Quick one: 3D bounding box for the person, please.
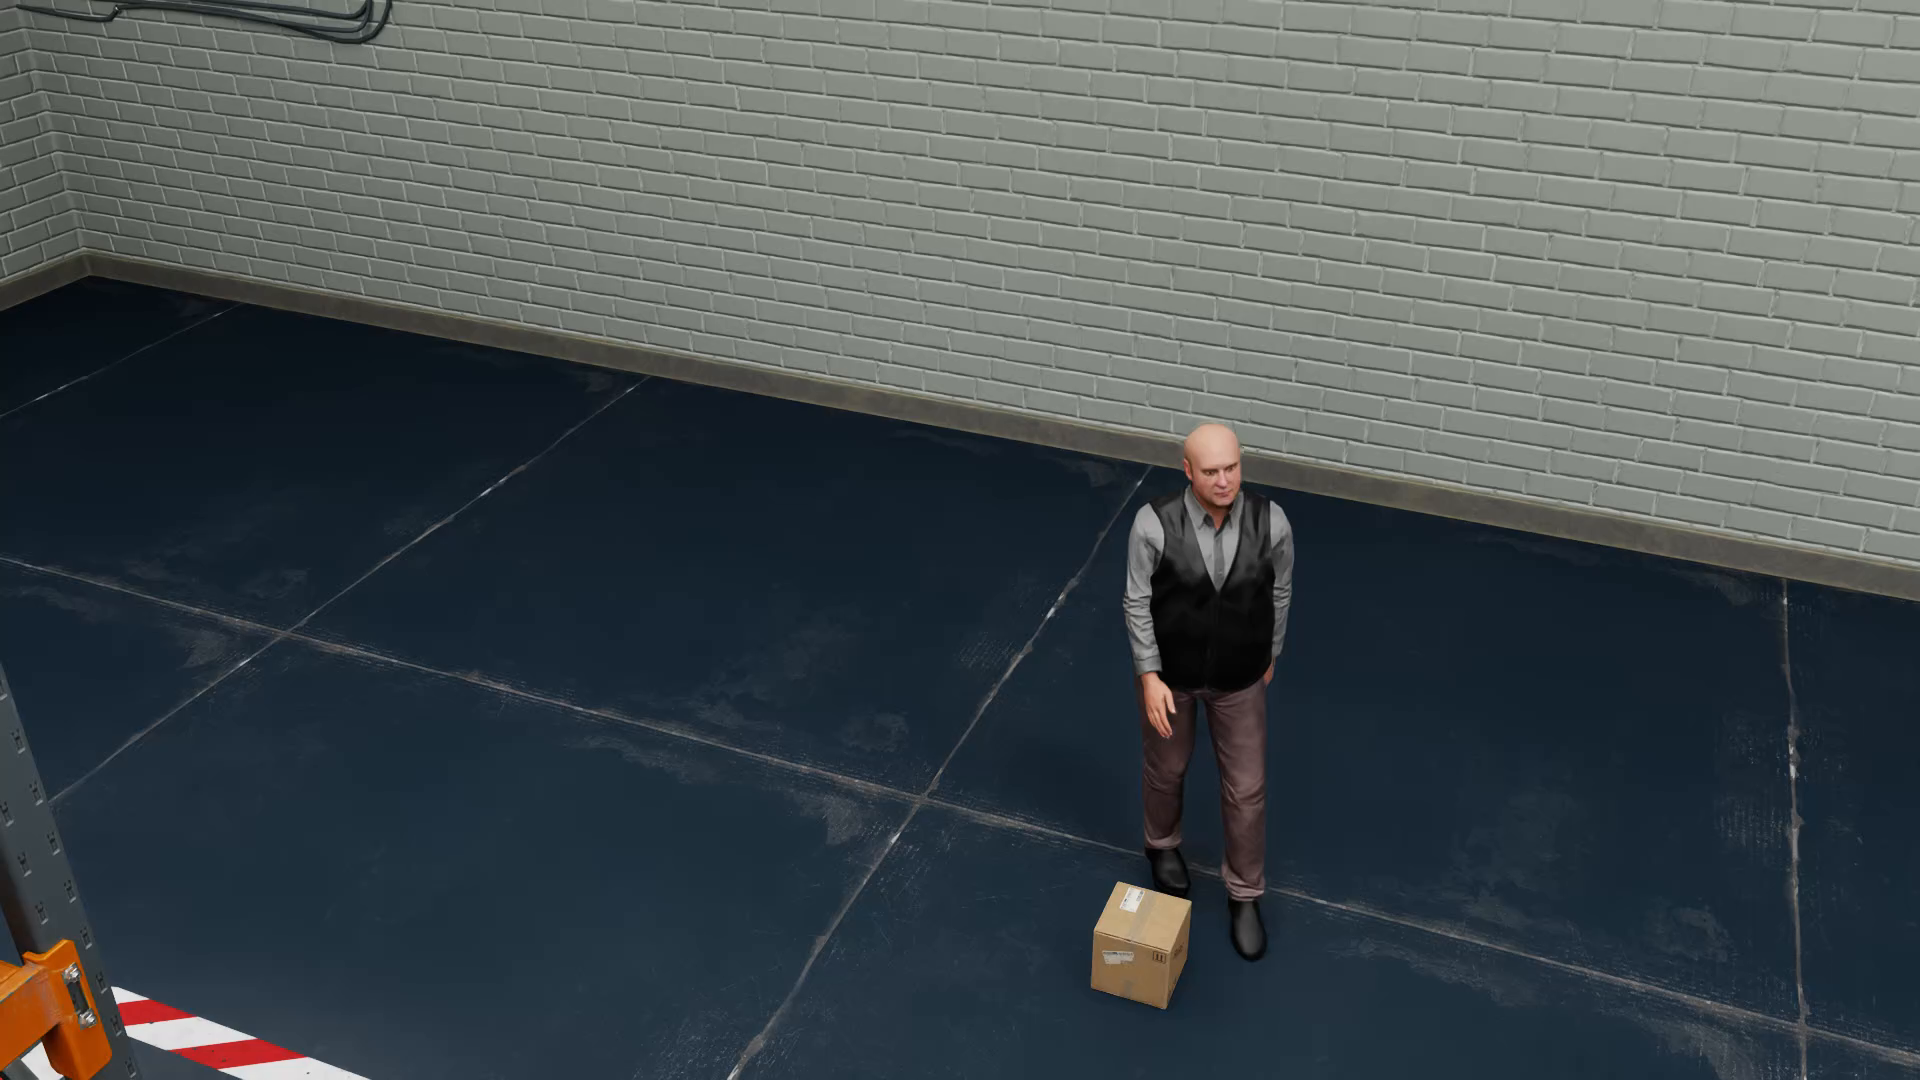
[{"bbox_3d":[0.785,0.483,5.285,0.546,1.734,0.602,0,29,0],"label":"person"}]
